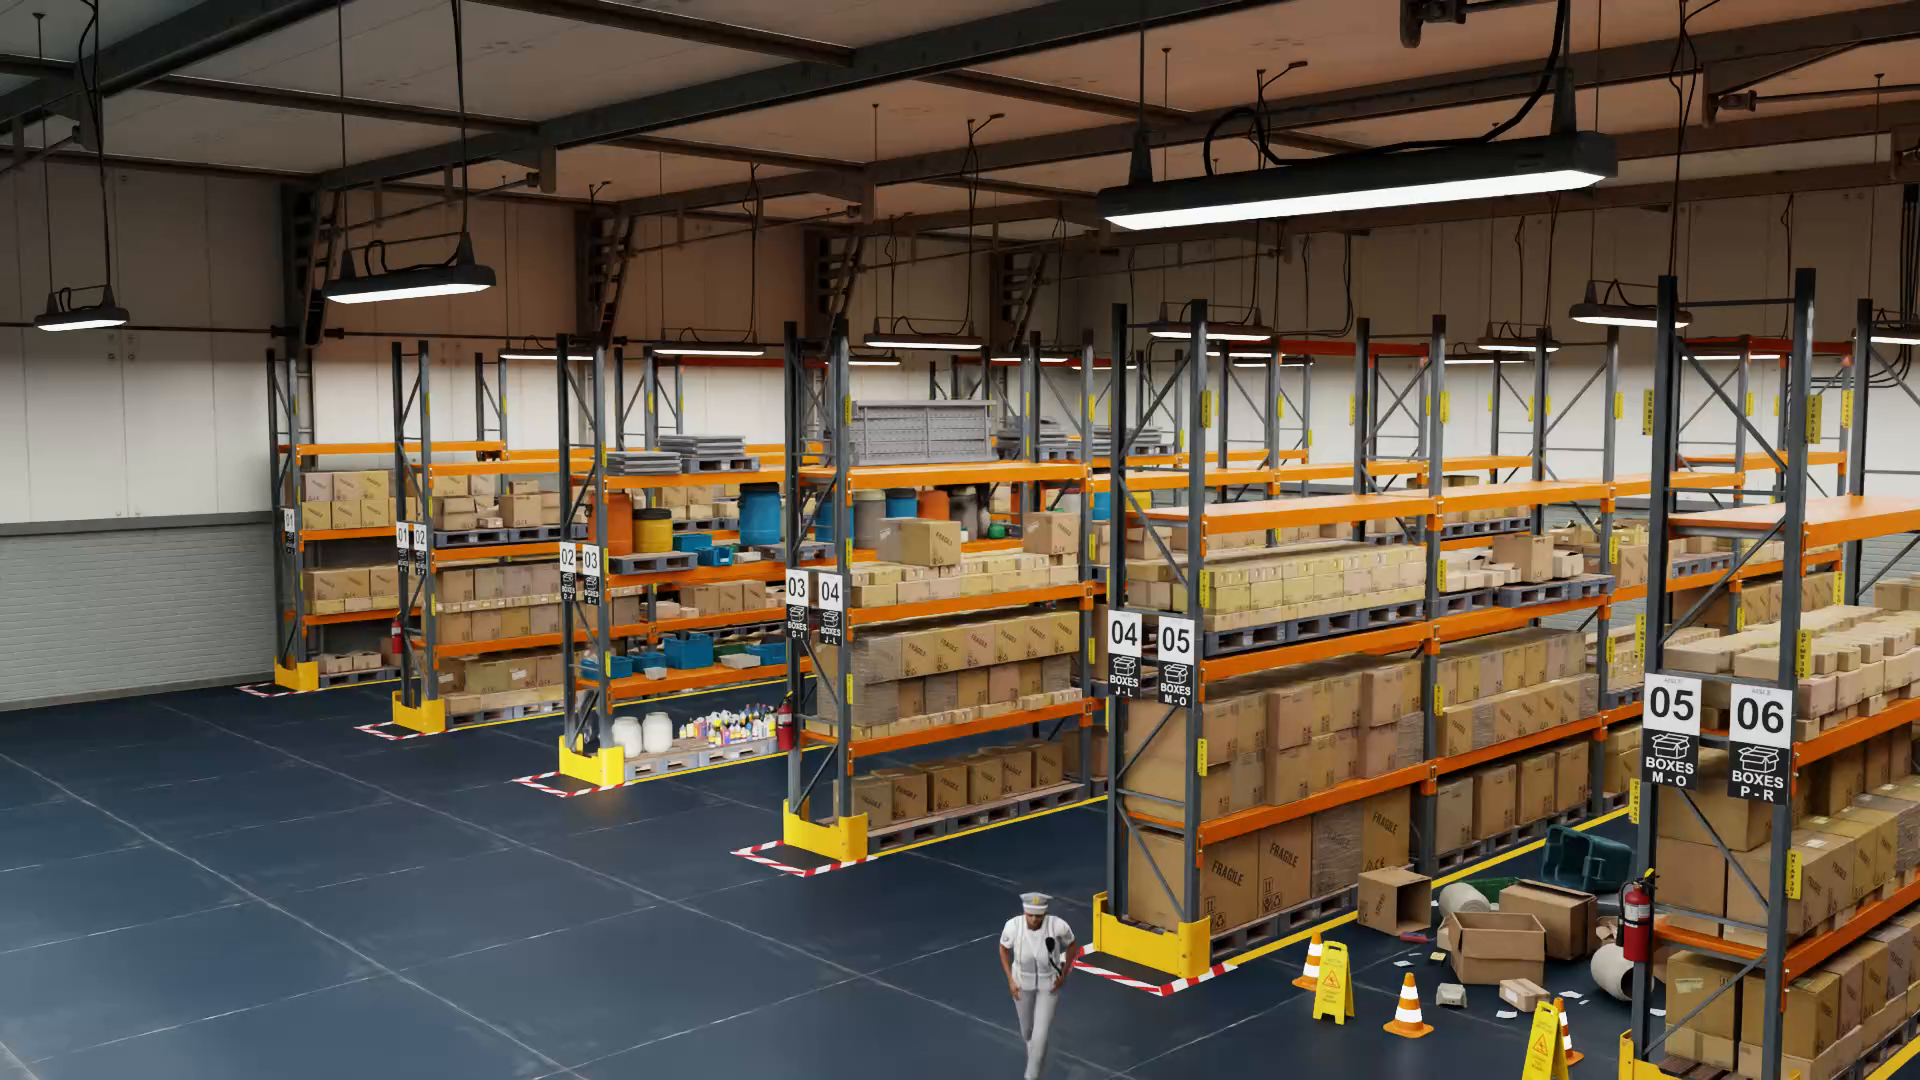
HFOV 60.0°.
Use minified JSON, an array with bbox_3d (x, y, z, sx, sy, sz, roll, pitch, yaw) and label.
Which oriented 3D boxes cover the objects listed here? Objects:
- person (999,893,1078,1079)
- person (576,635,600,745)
[{"bbox_3d":[0.583,3.322,12.396,0.583,1.631,0.909,0,5,2],"label":"person"},{"bbox_3d":[-5.476,2.237,24.745,0.507,1.606,0.688,2,5,20],"label":"person"}]
